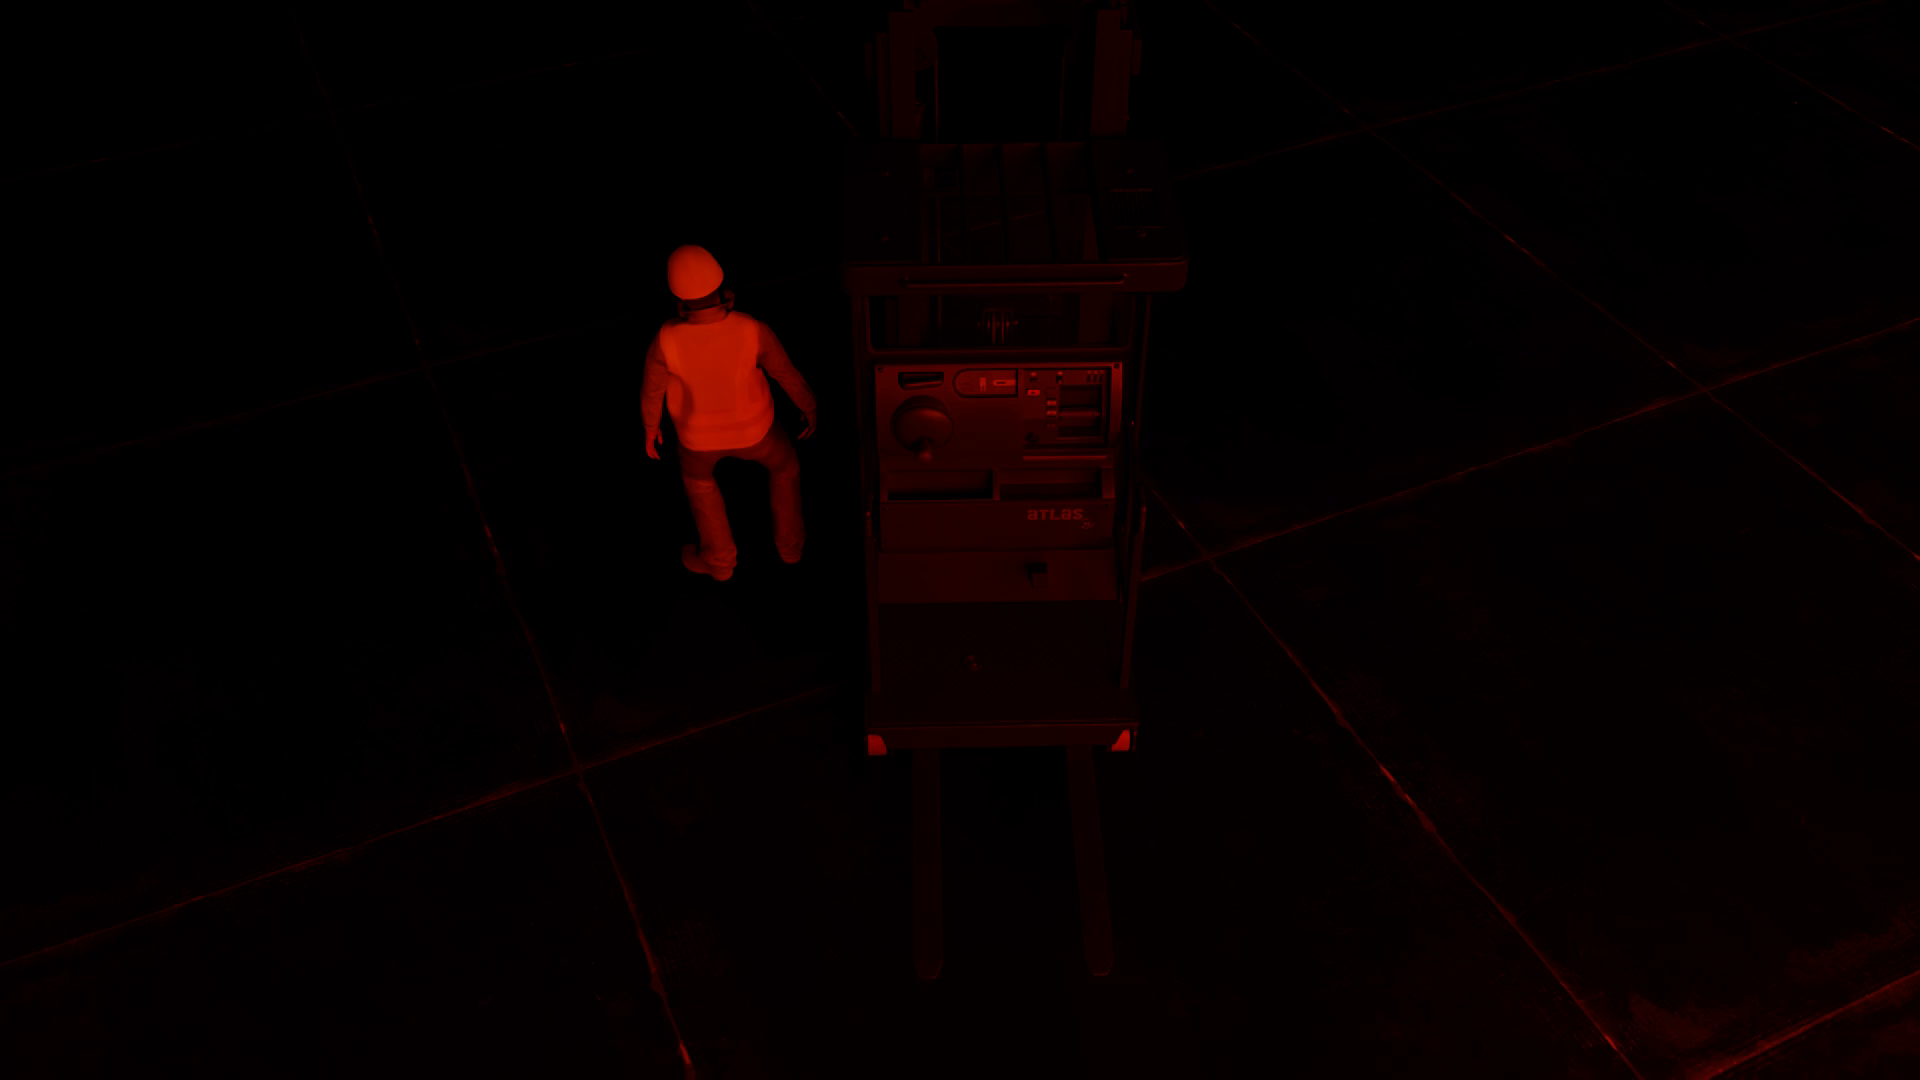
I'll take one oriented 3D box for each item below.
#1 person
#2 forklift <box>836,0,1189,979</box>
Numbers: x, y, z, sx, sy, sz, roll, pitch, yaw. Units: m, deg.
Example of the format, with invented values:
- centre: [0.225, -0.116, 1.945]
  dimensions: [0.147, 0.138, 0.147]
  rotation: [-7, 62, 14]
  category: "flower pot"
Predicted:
- centre: [-0.989, -0.548, 7.167]
  dimensions: [0.757, 1.727, 0.453]
  rotation: [-2, 43, -2]
  category: "person"
- centre: [0.154, -0.404, 6.114]
  dimensions: [1.130, 2.935, 3.031]
  rotation: [-1, 43, -1]
  category: "forklift"
